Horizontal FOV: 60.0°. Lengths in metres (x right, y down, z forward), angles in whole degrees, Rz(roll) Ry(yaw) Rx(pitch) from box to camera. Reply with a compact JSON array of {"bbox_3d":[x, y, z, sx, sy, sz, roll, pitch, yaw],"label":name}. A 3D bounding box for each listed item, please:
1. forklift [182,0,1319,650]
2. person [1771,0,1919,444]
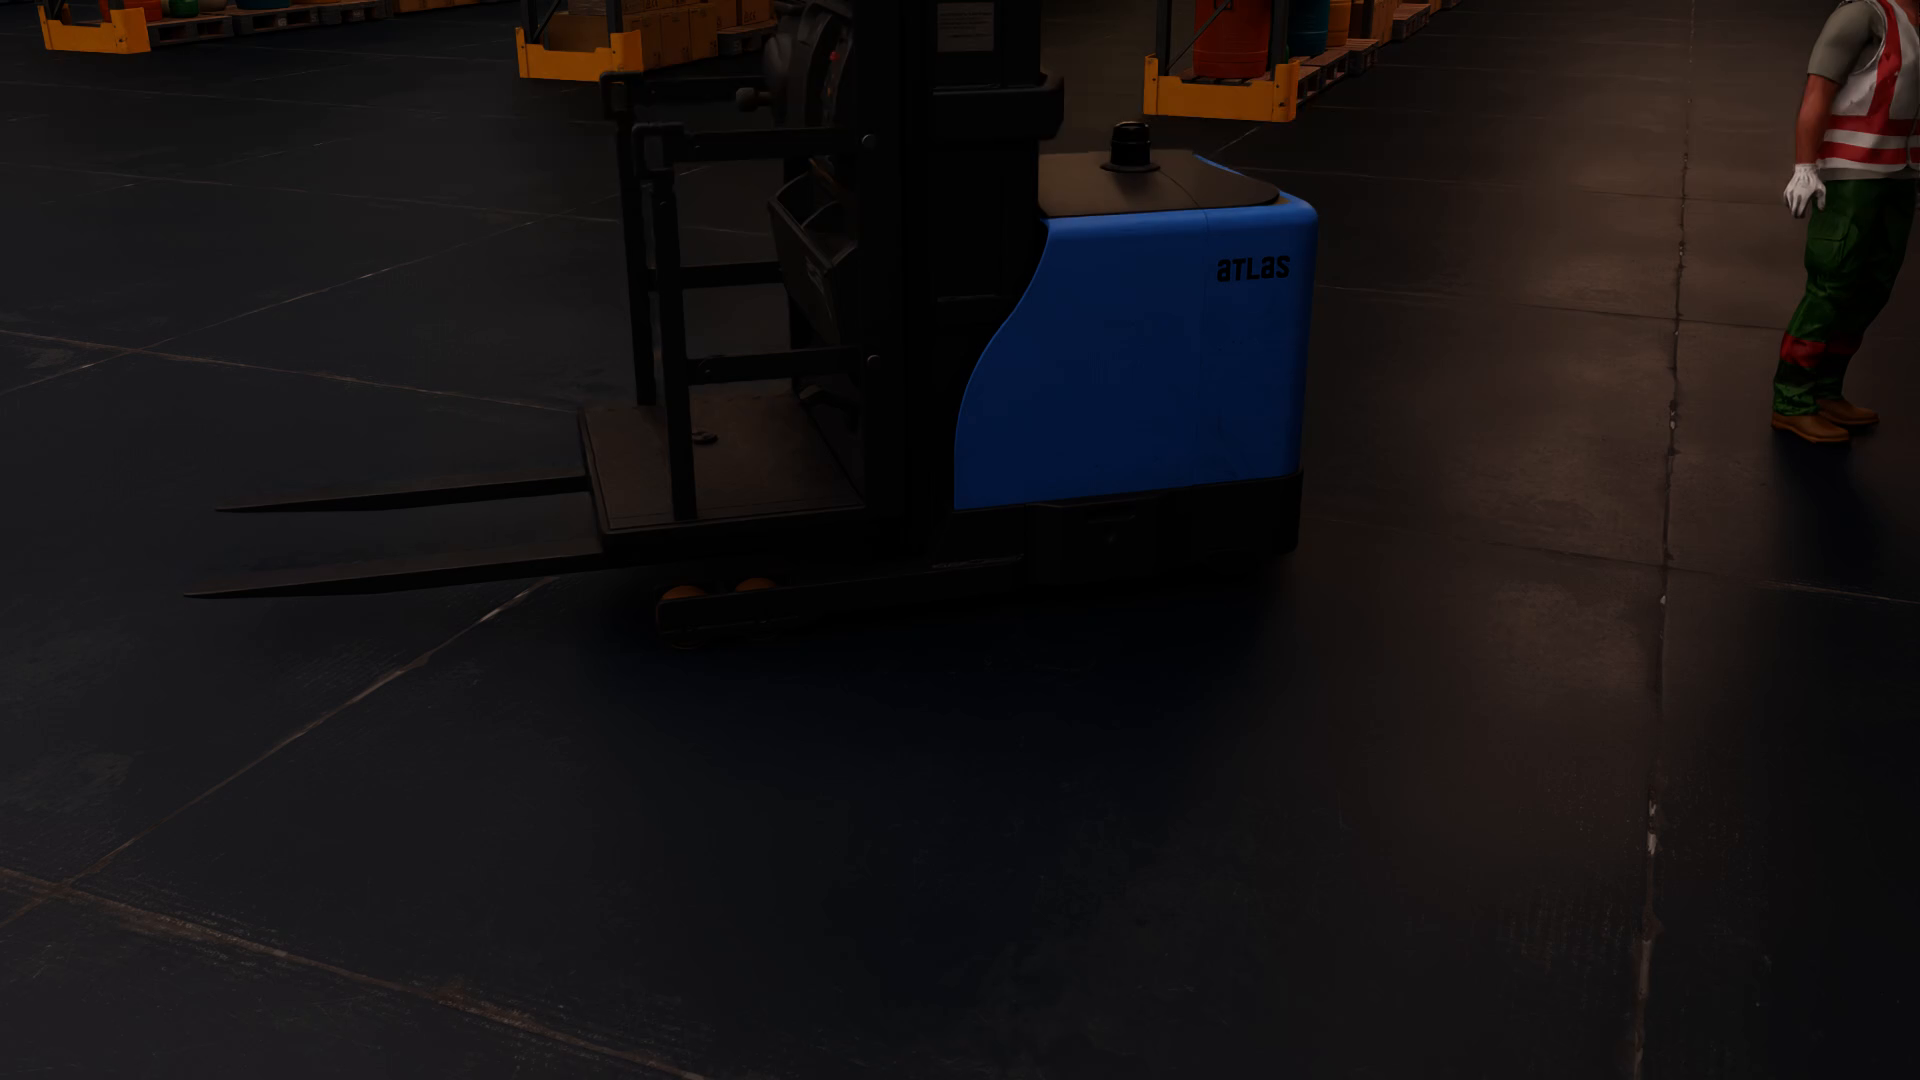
[{"bbox_3d":[-0.587,-1.288,4.374,3.031,2.935,1.130,-6,23,-14],"label":"forklift"},{"bbox_3d":[3.158,-1.239,5.744,0.671,1.791,0.403,-12,26,-27],"label":"person"}]
